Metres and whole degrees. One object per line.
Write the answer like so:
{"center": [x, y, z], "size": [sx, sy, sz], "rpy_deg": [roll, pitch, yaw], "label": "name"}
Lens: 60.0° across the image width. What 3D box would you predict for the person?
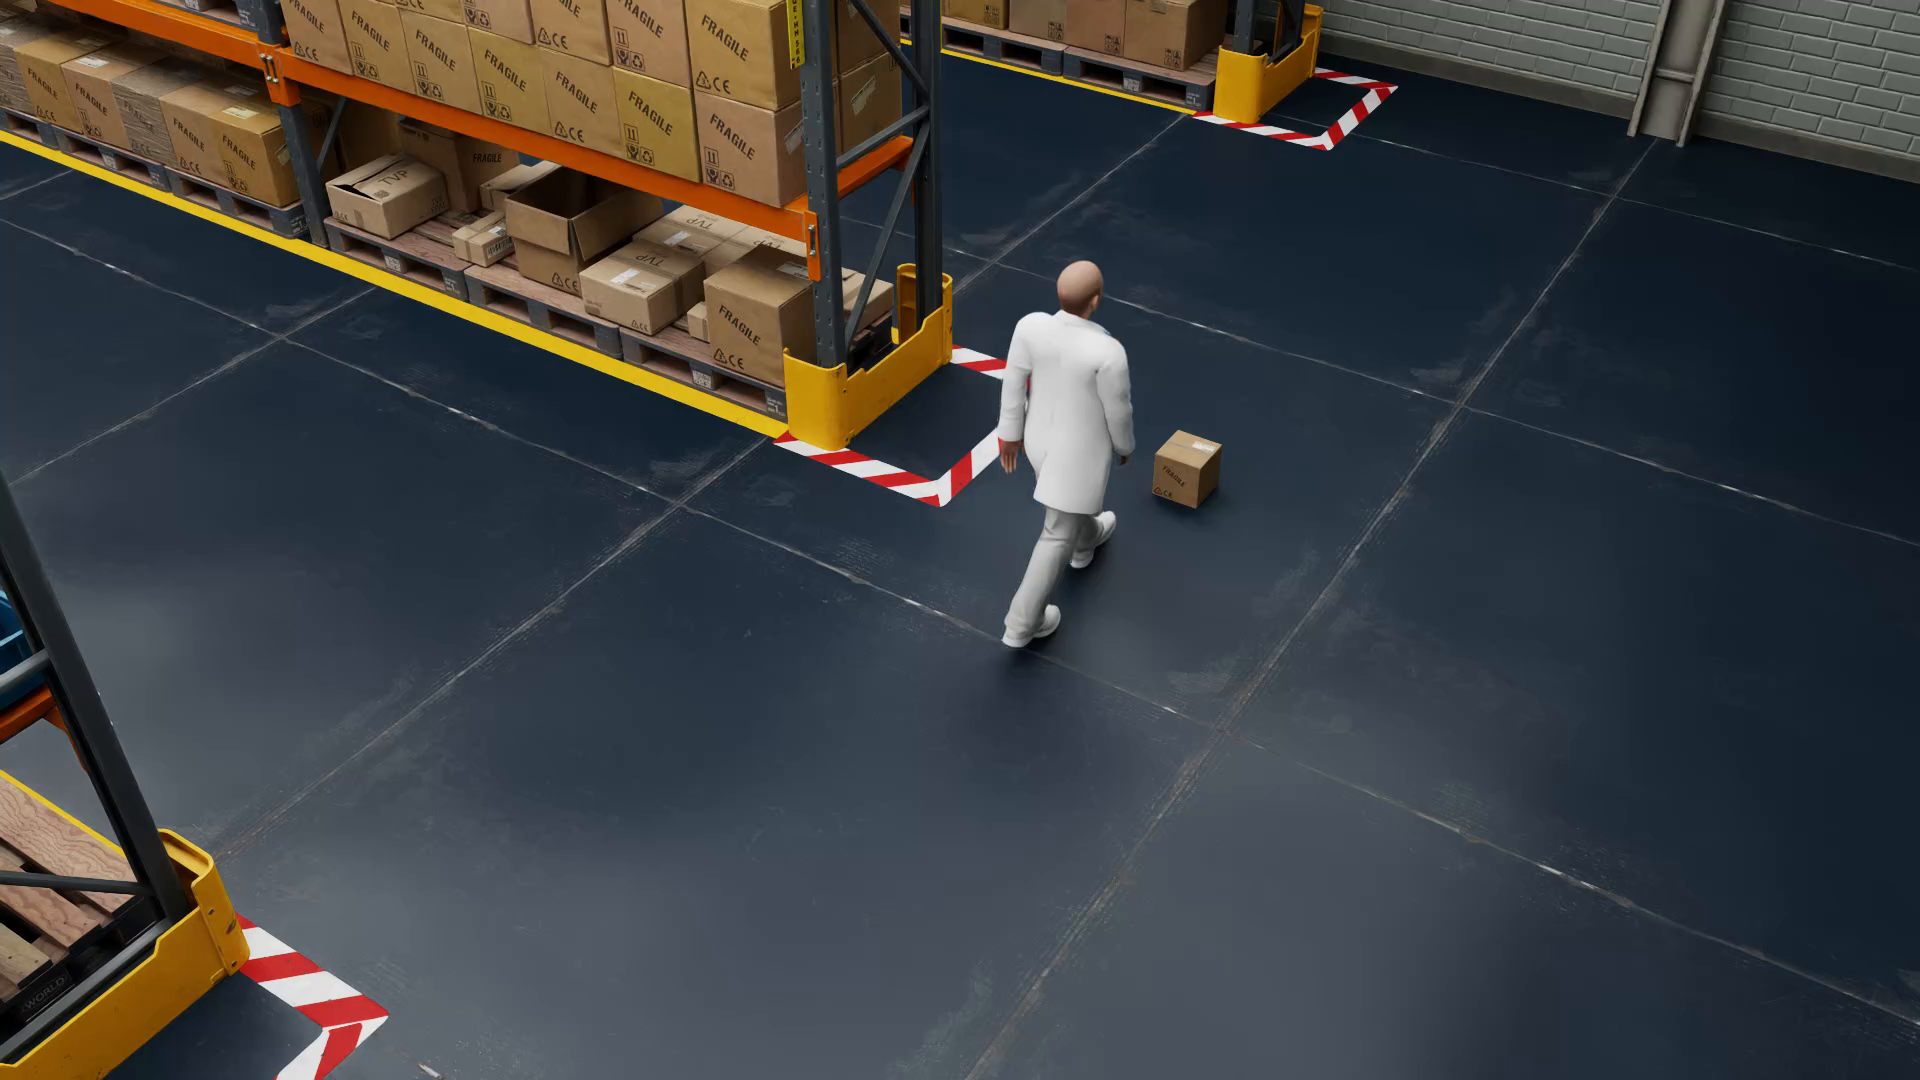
{"center": [0.493, -0.435, 7.247], "size": [0.589, 1.737, 1.083], "rpy_deg": [27, 45, 30], "label": "person"}
